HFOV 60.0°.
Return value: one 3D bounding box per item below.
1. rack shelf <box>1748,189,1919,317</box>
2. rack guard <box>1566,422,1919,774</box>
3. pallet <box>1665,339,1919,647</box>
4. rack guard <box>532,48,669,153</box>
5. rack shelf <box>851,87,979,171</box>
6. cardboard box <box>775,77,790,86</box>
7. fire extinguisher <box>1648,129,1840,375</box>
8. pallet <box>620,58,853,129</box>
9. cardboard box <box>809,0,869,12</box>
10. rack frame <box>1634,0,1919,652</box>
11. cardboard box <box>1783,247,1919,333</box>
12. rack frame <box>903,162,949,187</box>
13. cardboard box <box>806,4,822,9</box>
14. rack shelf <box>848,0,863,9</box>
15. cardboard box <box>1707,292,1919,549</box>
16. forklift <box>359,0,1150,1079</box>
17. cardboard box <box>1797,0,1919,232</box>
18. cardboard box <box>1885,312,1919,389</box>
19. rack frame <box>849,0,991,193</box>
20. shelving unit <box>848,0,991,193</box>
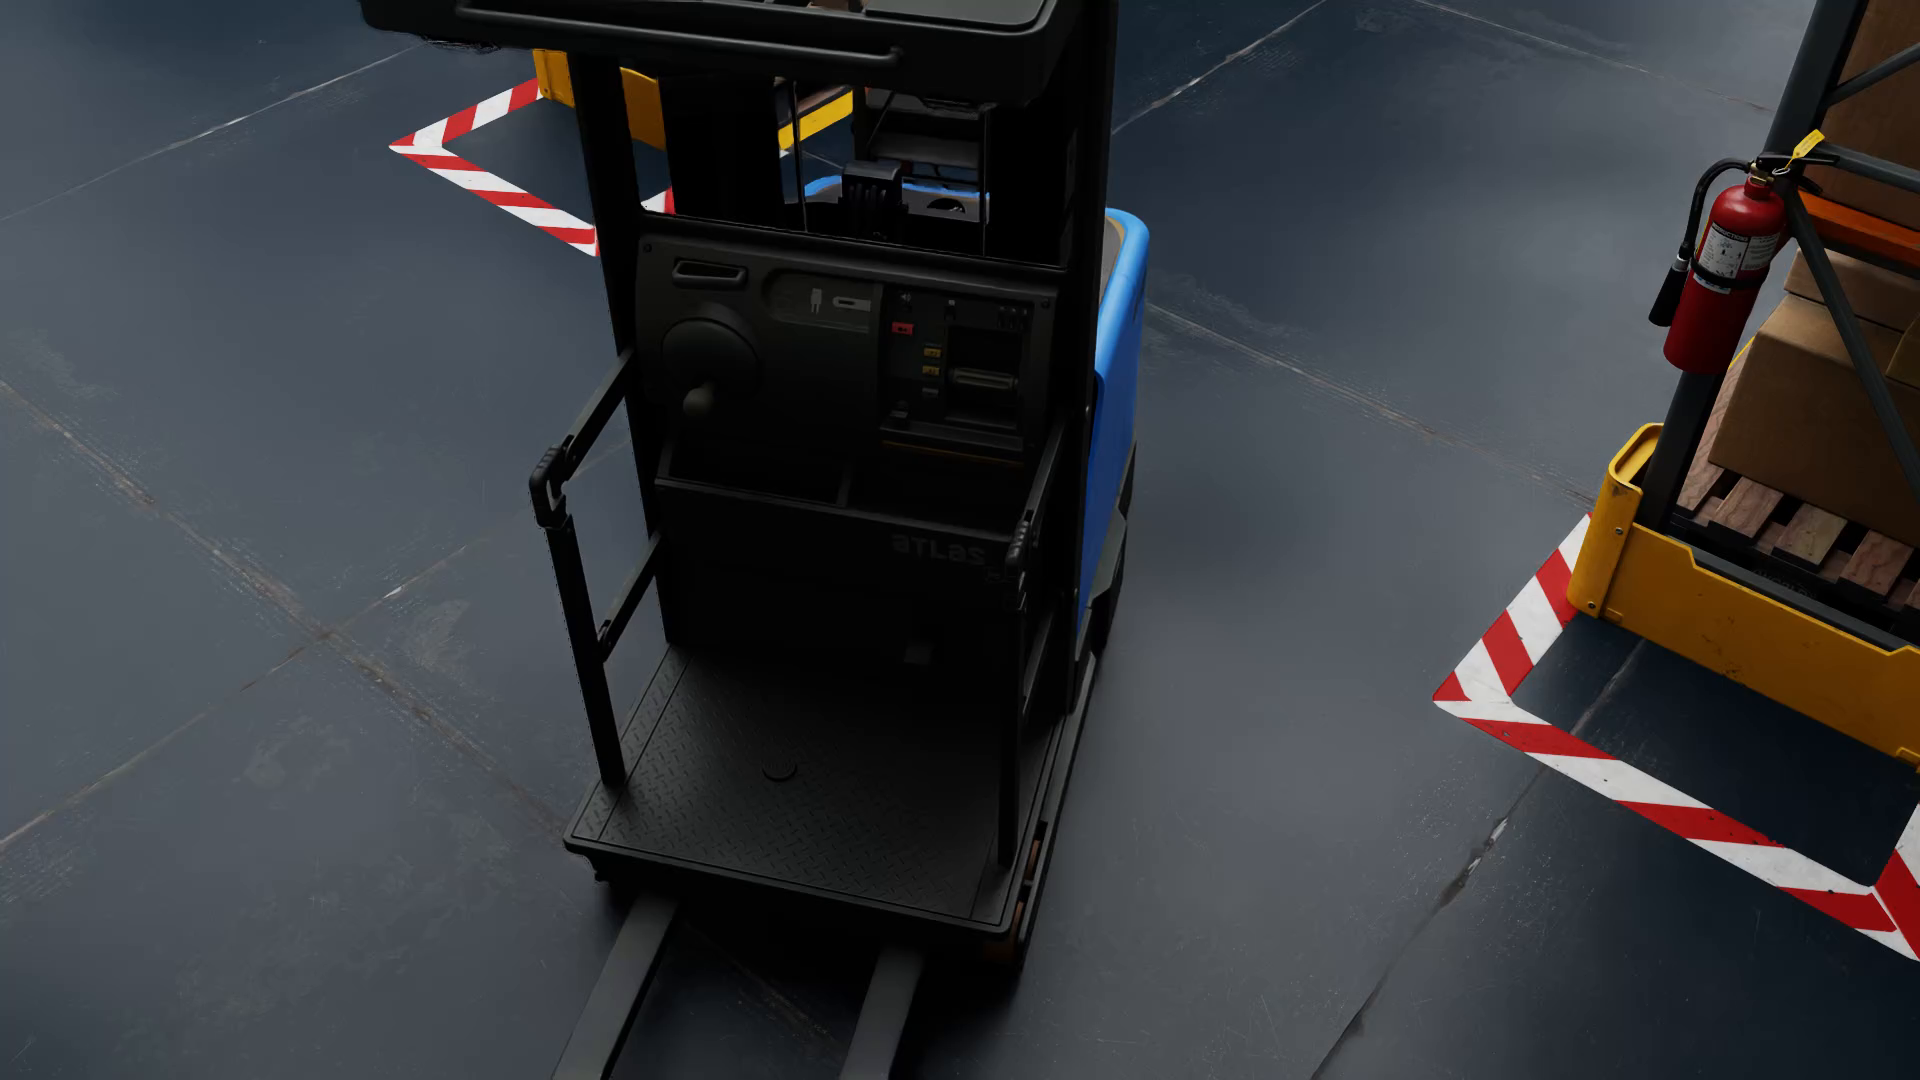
[{"bbox_3d":[3.678,-1.538,5.247,1.077,0.370,4.000,29,50,28],"label":"rack shelf"},{"bbox_3d":[2.375,0.162,4.700,1.175,0.500,0.348,29,50,28],"label":"rack guard"},{"bbox_3d":[2.845,-0.189,5.301,1.003,0.211,1.213,29,50,28],"label":"pallet"},{"bbox_3d":[-1.355,-2.032,7.113,1.175,0.500,0.348,29,50,28],"label":"rack guard"},{"bbox_3d":[-0.048,-1.203,5.033,0.431,0.518,0.480,9,43,10],"label":"rack shelf"},{"bbox_3d":[-0.871,-2.092,7.114,0.380,0.149,0.250,29,50,28],"label":"cardboard box"},{"bbox_3d":[1.940,-0.730,4.158,0.296,0.674,0.183,29,50,28],"label":"fire extinguisher"},{"bbox_3d":[-0.842,-2.336,7.662,1.003,0.211,1.213,29,50,28],"label":"pallet"},{"bbox_3d":[-0.515,-2.478,7.462,0.500,0.250,0.500,29,50,28],"label":"cardboard box"},{"bbox_3d":[2.390,-0.775,3.872,1.000,3.000,0.127,29,50,28],"label":"rack frame"},{"bbox_3d":[2.707,-0.794,4.957,0.380,0.149,0.250,29,50,28],"label":"cardboard box"},{"bbox_3d":[0.011,-1.372,5.199,0.400,2.100,0.015,9,43,10],"label":"rack frame"},{"bbox_3d":[-0.710,-2.228,7.249,0.380,0.166,0.250,29,50,28],"label":"cardboard box"},{"bbox_3d":[-0.048,-1.721,4.562,0.431,0.518,0.480,9,43,10],"label":"rack shelf"},{"bbox_3d":[2.764,-0.409,5.016,0.700,0.500,0.500,29,50,28],"label":"cardboard box"},{"bbox_3d":[-0.306,-0.330,3.434,1.130,2.935,3.031,9,43,10],"label":"forklift"},{"bbox_3d":[2.711,-1.153,4.065,0.980,0.700,0.700,32,51,30],"label":"cardboard box"},{"bbox_3d":[2.837,-0.498,4.632,0.380,0.149,0.250,30,50,29],"label":"cardboard box"},{"bbox_3d":[-0.107,-1.054,4.848,0.400,2.100,0.015,9,43,10],"label":"rack frame"},{"bbox_3d":[-0.048,-1.213,5.023,0.431,2.100,0.503,9,43,10],"label":"shelving unit"}]
